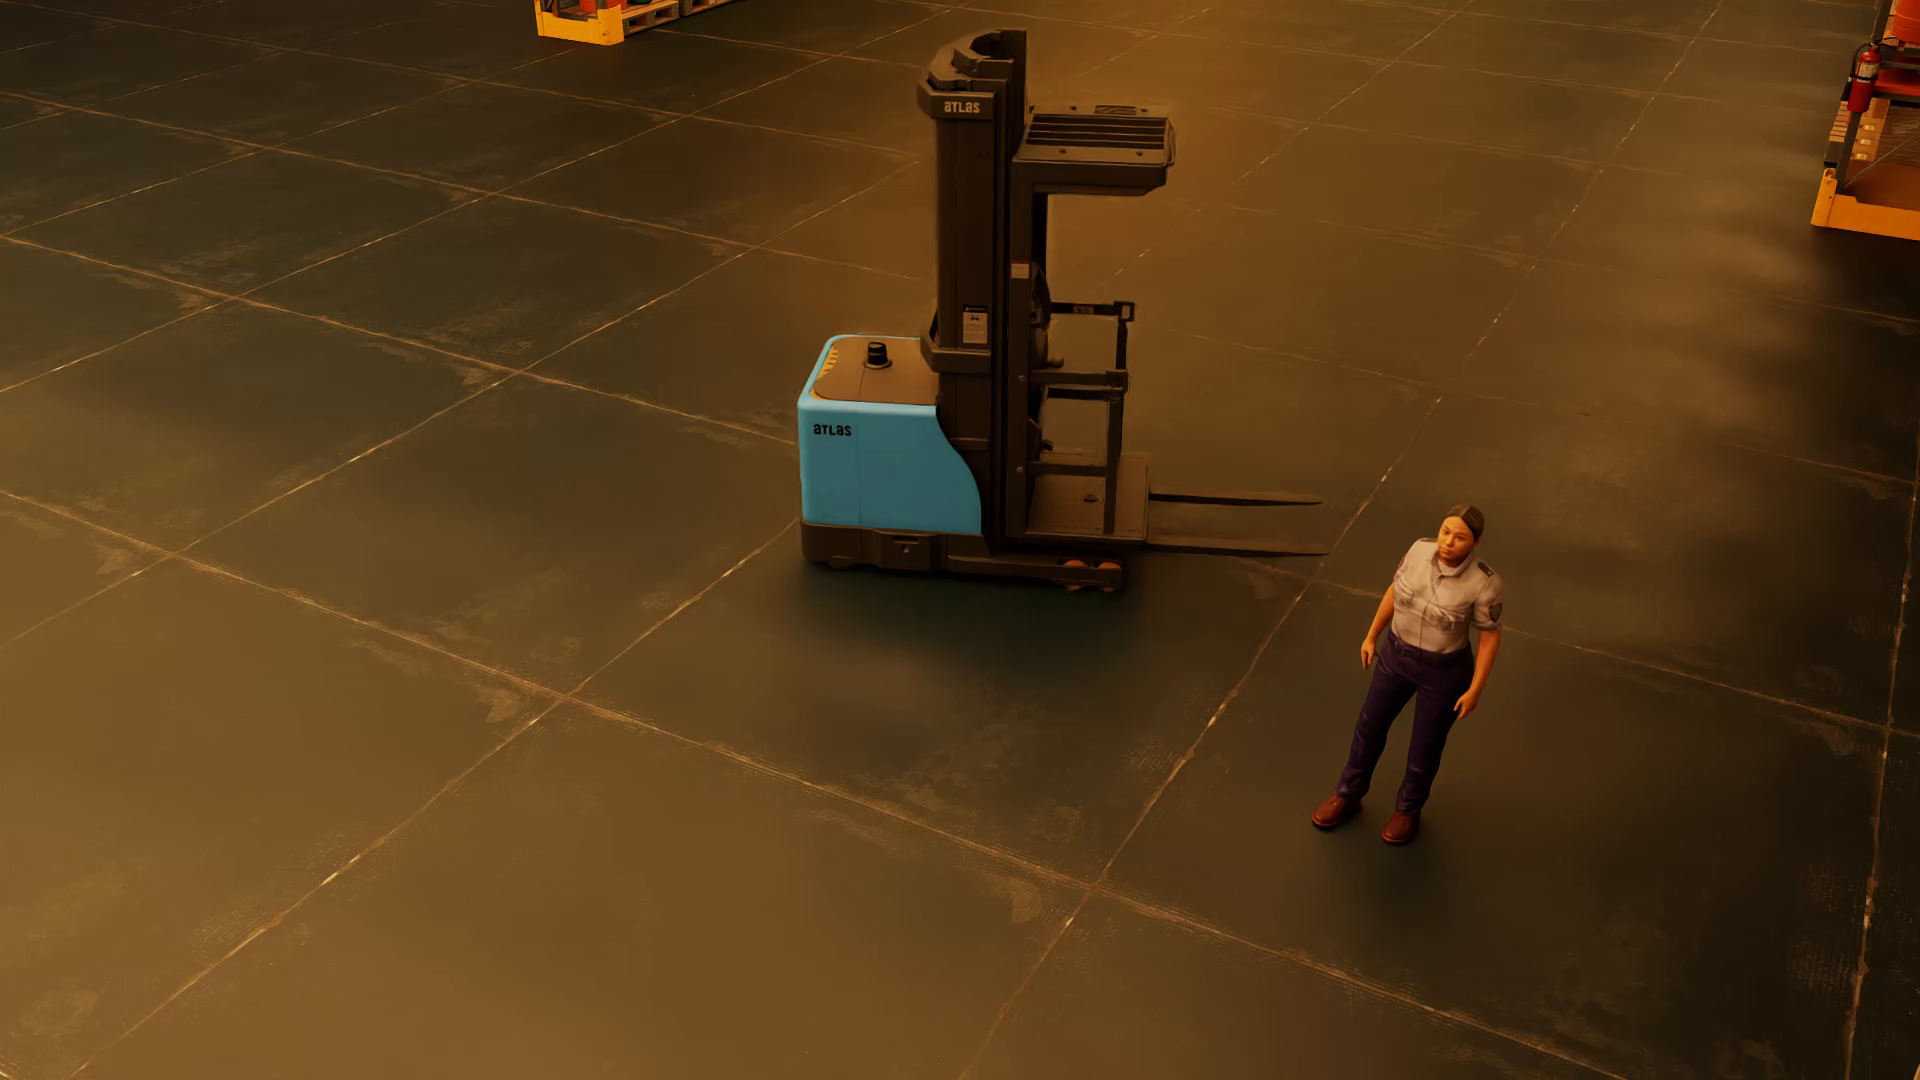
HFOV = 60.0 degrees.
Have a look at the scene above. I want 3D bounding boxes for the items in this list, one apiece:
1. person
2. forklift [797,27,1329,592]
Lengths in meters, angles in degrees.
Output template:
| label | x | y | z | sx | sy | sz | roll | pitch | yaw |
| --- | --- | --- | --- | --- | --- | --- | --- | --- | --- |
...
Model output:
| label | x | y | z | sx | sy | sz | roll | pitch | yaw |
| --- | --- | --- | --- | --- | --- | --- | --- | --- | --- |
| person | 1.989 | 0.611 | 7.302 | 0.588 | 1.636 | 0.504 | 25 | 38 | 37 |
| forklift | 0.632 | -1.257 | 9.248 | 3.031 | 2.935 | 1.130 | 4 | 30 | 6 |
